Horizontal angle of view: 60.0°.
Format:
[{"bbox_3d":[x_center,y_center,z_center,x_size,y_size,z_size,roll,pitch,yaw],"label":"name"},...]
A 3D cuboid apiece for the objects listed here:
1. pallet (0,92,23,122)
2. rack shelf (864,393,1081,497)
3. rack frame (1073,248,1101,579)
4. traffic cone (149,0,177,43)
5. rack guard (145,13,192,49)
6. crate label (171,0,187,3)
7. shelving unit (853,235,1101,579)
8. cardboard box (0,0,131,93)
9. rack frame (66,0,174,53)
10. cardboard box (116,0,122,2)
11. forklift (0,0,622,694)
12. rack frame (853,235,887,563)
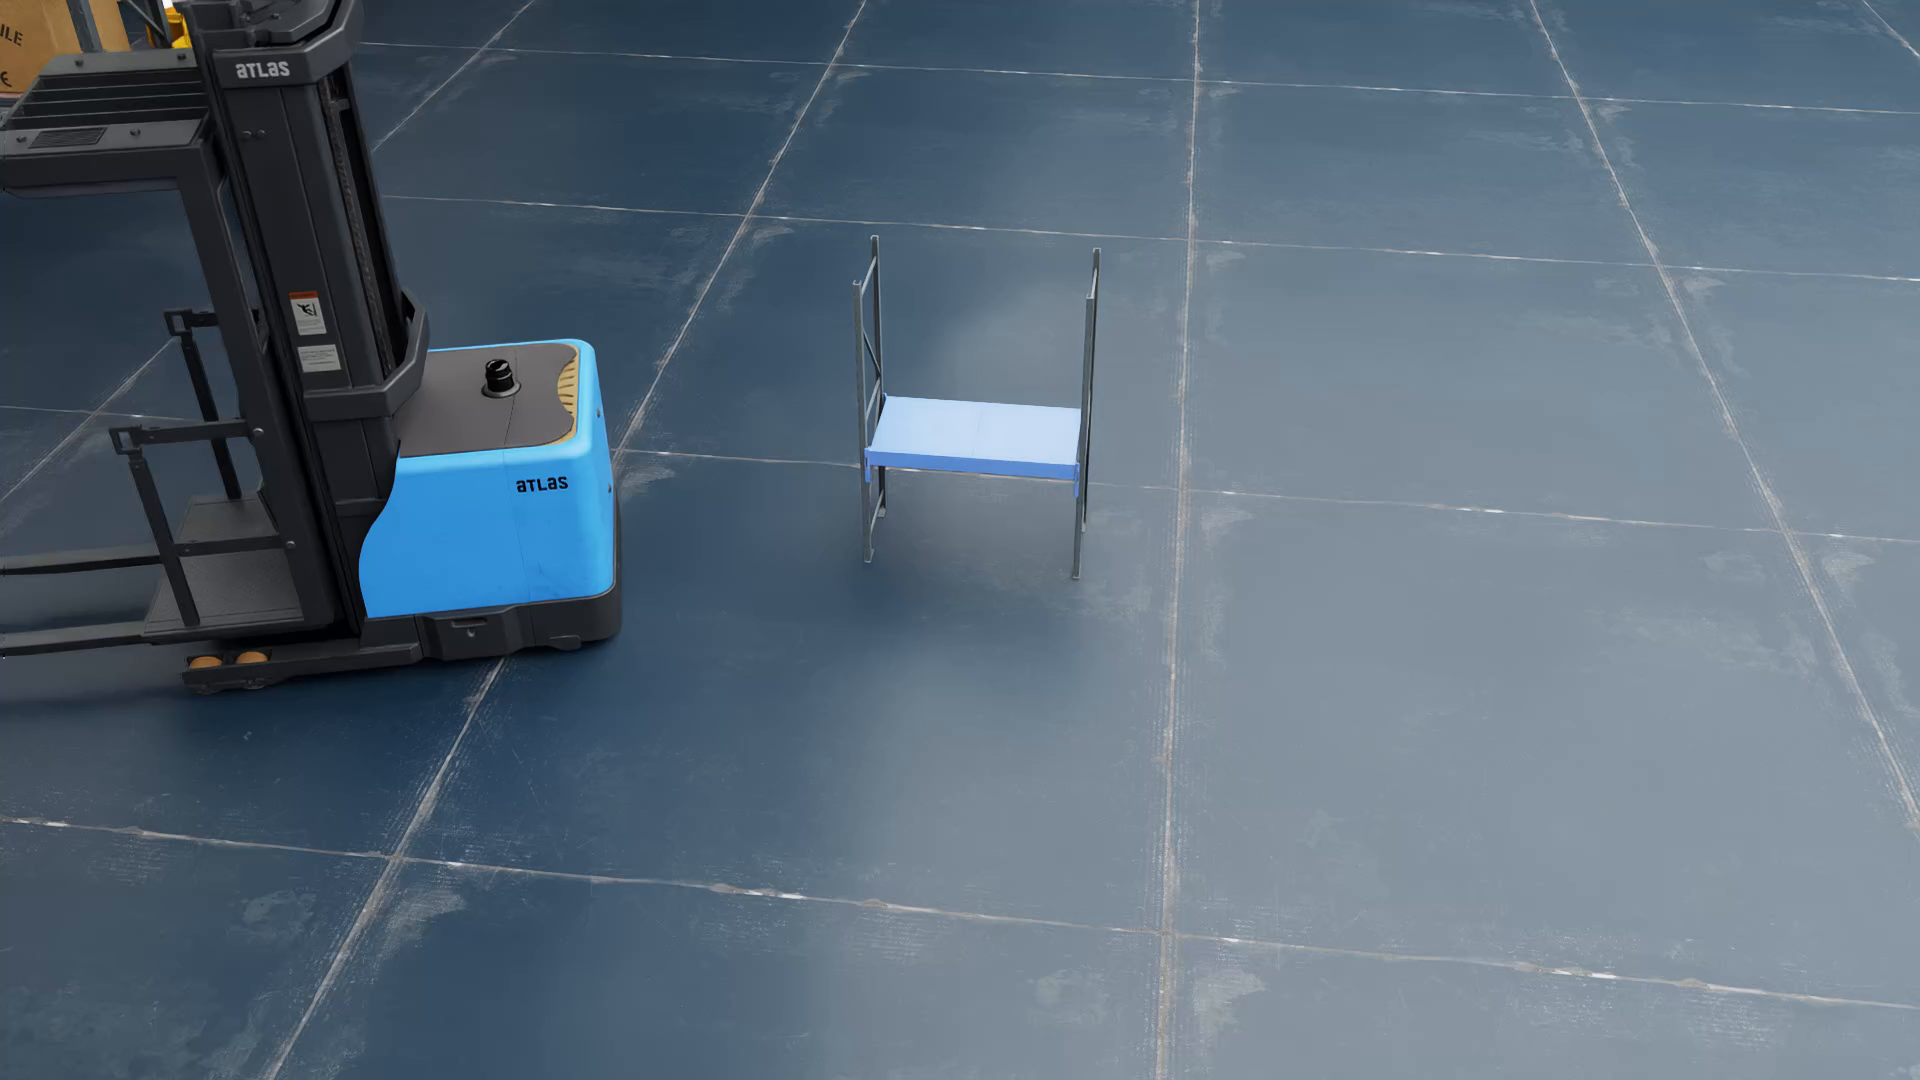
[{"bbox_3d":[-7.221,-3.562,13.060,1.213,0.211,1.003,4,36,6],"label":"pallet"},{"bbox_3d":[0.085,-0.458,7.910,1.000,0.185,0.538,4,36,6],"label":"rack shelf"},{"bbox_3d":[0.589,-0.567,7.753,0.032,1.500,0.500,4,36,6],"label":"rack frame"},{"bbox_3d":[-6.764,-4.508,14.168,0.334,0.463,0.336,4,36,6],"label":"traffic cone"},{"bbox_3d":[-6.395,-3.664,12.954,0.348,0.500,1.175,4,36,6],"label":"rack guard"},{"bbox_3d":[-7.071,-5.024,15.171,0.298,0.136,0.250,-14,38,-18],"label":"crate label"},{"bbox_3d":[0.085,-0.604,7.805,1.048,1.500,0.538,4,36,6],"label":"shelving unit"},{"bbox_3d":[-7.099,-4.001,12.742,0.875,0.875,0.875,4,36,6],"label":"cardboard box"},{"bbox_3d":[-6.418,-4.683,12.230,0.127,3.000,1.000,4,36,6],"label":"rack frame"},{"bbox_3d":[-7.953,-5.198,15.100,0.637,0.503,0.797,-20,40,-26],"label":"cardboard box"},{"bbox_3d":[-3.108,-0.848,6.915,3.031,2.935,1.130,-6,36,-8],"label":"forklift"},{"bbox_3d":[-0.420,-0.642,7.858,0.032,1.500,0.500,4,36,6],"label":"rack frame"}]
